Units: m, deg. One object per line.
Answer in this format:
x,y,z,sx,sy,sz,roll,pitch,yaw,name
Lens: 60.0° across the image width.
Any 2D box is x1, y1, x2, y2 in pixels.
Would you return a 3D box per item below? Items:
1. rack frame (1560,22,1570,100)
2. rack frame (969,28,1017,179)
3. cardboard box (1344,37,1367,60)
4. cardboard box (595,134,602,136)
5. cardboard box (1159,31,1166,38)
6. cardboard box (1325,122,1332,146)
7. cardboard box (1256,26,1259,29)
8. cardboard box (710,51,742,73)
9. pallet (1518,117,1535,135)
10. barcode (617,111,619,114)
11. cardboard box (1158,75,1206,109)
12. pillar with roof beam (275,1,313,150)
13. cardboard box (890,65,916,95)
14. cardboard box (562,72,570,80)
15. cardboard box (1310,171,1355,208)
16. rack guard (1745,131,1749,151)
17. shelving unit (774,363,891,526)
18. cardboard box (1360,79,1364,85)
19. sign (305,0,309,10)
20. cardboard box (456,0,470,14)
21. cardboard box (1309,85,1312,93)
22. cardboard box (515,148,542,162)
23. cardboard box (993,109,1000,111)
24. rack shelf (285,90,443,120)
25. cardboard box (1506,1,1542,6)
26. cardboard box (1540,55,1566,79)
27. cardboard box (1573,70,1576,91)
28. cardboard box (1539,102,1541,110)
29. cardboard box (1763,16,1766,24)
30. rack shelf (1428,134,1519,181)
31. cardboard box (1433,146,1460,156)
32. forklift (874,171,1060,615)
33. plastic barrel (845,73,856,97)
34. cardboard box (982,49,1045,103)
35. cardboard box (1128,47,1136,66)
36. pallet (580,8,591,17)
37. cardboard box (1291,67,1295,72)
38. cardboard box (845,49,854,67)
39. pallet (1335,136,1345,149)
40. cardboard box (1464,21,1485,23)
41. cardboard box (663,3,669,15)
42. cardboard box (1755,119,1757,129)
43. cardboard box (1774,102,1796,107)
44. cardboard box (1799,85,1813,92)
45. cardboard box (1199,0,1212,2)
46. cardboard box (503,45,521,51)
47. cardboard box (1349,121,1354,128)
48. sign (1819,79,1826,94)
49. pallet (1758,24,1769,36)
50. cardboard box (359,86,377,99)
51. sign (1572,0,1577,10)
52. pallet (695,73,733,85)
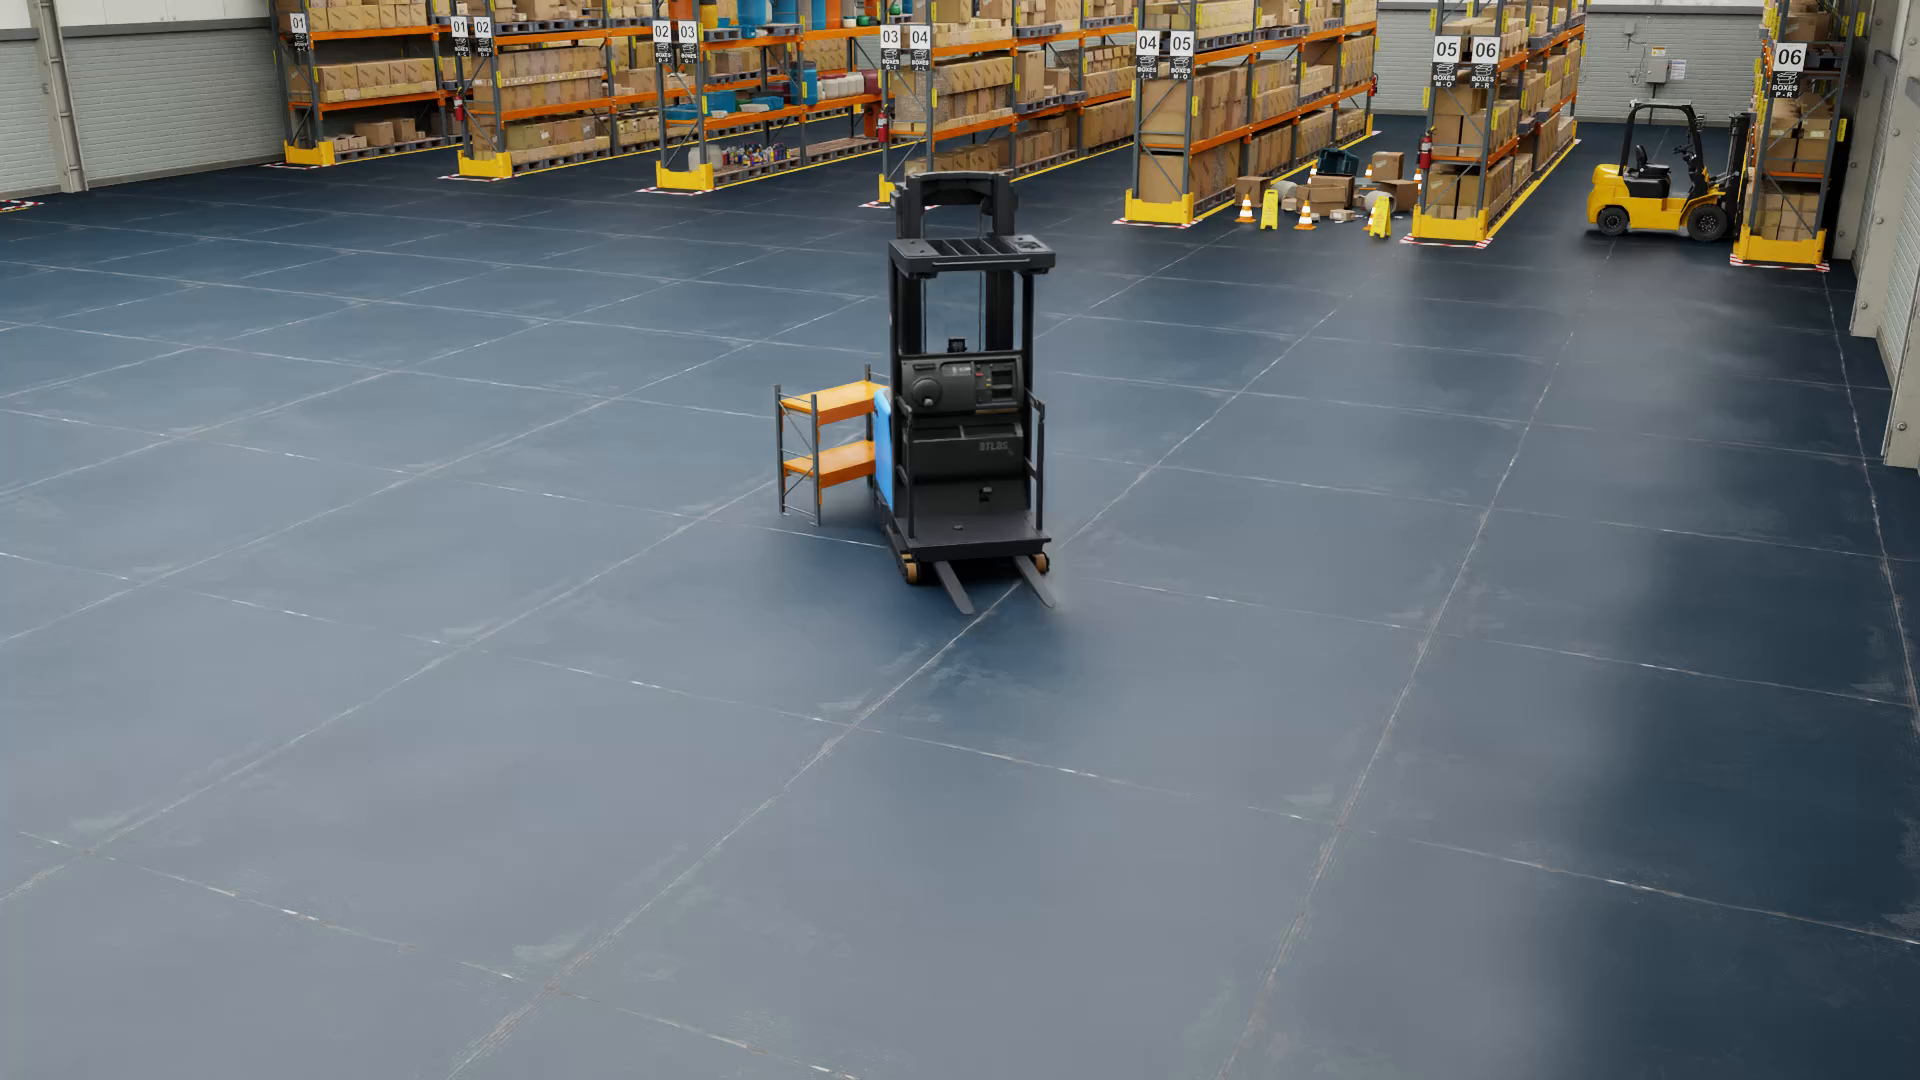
12.983,-10.076,37.325,1.000,3.000,0.127,9,21,23,rack frame
0.666,-8.990,34.271,1.000,3.000,0.127,9,21,23,rack frame
9.691,-12.116,40.976,0.500,0.500,0.500,10,22,25,cardboard box
-8.464,-9.419,38.955,0.500,0.250,0.500,8,21,22,cardboard box
3.339,-8.744,28.702,0.380,0.149,0.250,9,21,23,cardboard box
8.353,-9.484,38.763,0.500,0.500,0.500,8,21,22,cardboard box
5.625,-10.024,32.126,0.258,0.266,0.396,8,21,22,cardboard box
-6.028,-12.280,42.745,0.700,0.500,0.500,13,23,33,cardboard box
10.153,-7.754,31.081,1.003,0.211,1.213,9,21,23,pallet
-7.885,-9.853,38.340,0.001,0.075,0.075,9,21,23,barcode
3.840,-7.924,29.439,0.875,0.550,0.550,9,21,23,cardboard box
-11.104,-12.375,34.836,9.100,9.000,0.400,9,21,23,pillar with roof beam
-0.972,-8.628,31.167,0.500,0.500,0.500,9,21,23,cardboard box
-8.807,-10.203,36.564,0.380,0.149,0.250,9,22,24,cardboard box
6.854,-6.467,30.699,0.797,0.637,0.503,9,21,23,cardboard box
19.120,-9.418,39.205,1.175,0.500,0.348,9,21,23,rack guard
-0.991,-0.825,14.111,0.538,1.125,1.048,18,26,41,shelving unit
9.880,-11.459,41.590,0.380,0.149,0.250,9,22,24,cardboard box
-14.034,-11.557,35.708,0.100,0.325,0.005,9,21,23,sign
-12.089,-13.221,40.914,0.500,0.500,0.500,8,21,21,cardboard box
7.591,-10.019,36.913,0.380,0.149,0.250,9,22,24,cardboard box
-9.384,-8.317,35.855,0.500,0.250,0.500,9,21,23,cardboard box
0.578,-8.622,33.612,0.380,0.149,0.250,9,21,23,cardboard box
-13.710,-10.079,38.406,1.077,0.370,4.000,9,21,23,rack shelf
11.362,-10.649,33.678,0.797,0.503,0.637,7,21,19,cardboard box
13.029,-10.423,36.659,0.500,0.500,0.500,9,22,24,cardboard box
14.446,-11.011,39.804,0.500,0.500,0.500,8,21,22,cardboard box
11.320,-8.625,32.993,0.380,0.149,0.250,8,21,22,cardboard box
16.695,-10.668,34.113,0.380,0.149,0.250,9,21,23,cardboard box
8.888,-6.680,28.849,1.077,0.370,4.000,9,21,23,rack shelf
8.027,-6.433,27.456,0.380,0.149,0.250,9,22,25,cardboard box
0.064,-1.181,12.416,1.130,2.935,3.031,-4,20,-11,forklift
-2.613,-10.473,38.273,0.421,0.512,0.421,0,20,0,plastic barrel
1.119,-9.694,34.730,1.000,1.000,1.000,9,21,23,cardboard box
4.372,-11.970,41.311,0.500,0.500,0.500,9,21,23,cardboard box
-10.582,-14.123,44.508,1.003,0.211,1.213,10,22,25,pallet
7.420,-10.708,37.963,0.380,0.149,0.250,8,21,22,cardboard box
-3.391,-13.892,47.905,0.500,0.500,0.500,9,22,24,cardboard box
8.669,-9.621,40.206,1.003,0.211,1.213,9,21,23,pallet
8.719,-8.763,28.341,0.380,0.149,0.250,9,21,24,cardboard box
-7.064,-12.805,40.118,0.500,0.250,0.500,9,22,24,cardboard box
15.260,-7.847,31.282,0.500,0.250,0.500,8,21,22,cardboard box
13.715,-7.215,27.719,0.380,0.149,0.250,8,21,22,cardboard box
16.229,-8.554,32.269,0.500,0.500,0.500,10,22,25,cardboard box
4.484,-9.974,30.971,0.380,0.149,0.250,8,21,22,cardboard box
-11.485,-12.602,42.654,0.380,0.149,0.250,5,20,14,cardboard box
9.487,-10.258,41.021,0.380,0.149,0.250,9,21,23,cardboard box
16.383,-8.644,31.569,0.100,0.325,0.005,9,21,23,sign
17.182,-10.531,34.408,1.213,0.211,1.003,9,21,23,pallet
-13.625,-10.166,37.773,0.500,0.250,0.500,8,21,22,cardboard box
13.482,-11.810,36.482,0.100,0.325,0.005,9,21,23,sign
-6.518,-11.700,42.177,1.213,0.211,1.003,9,21,23,pallet
